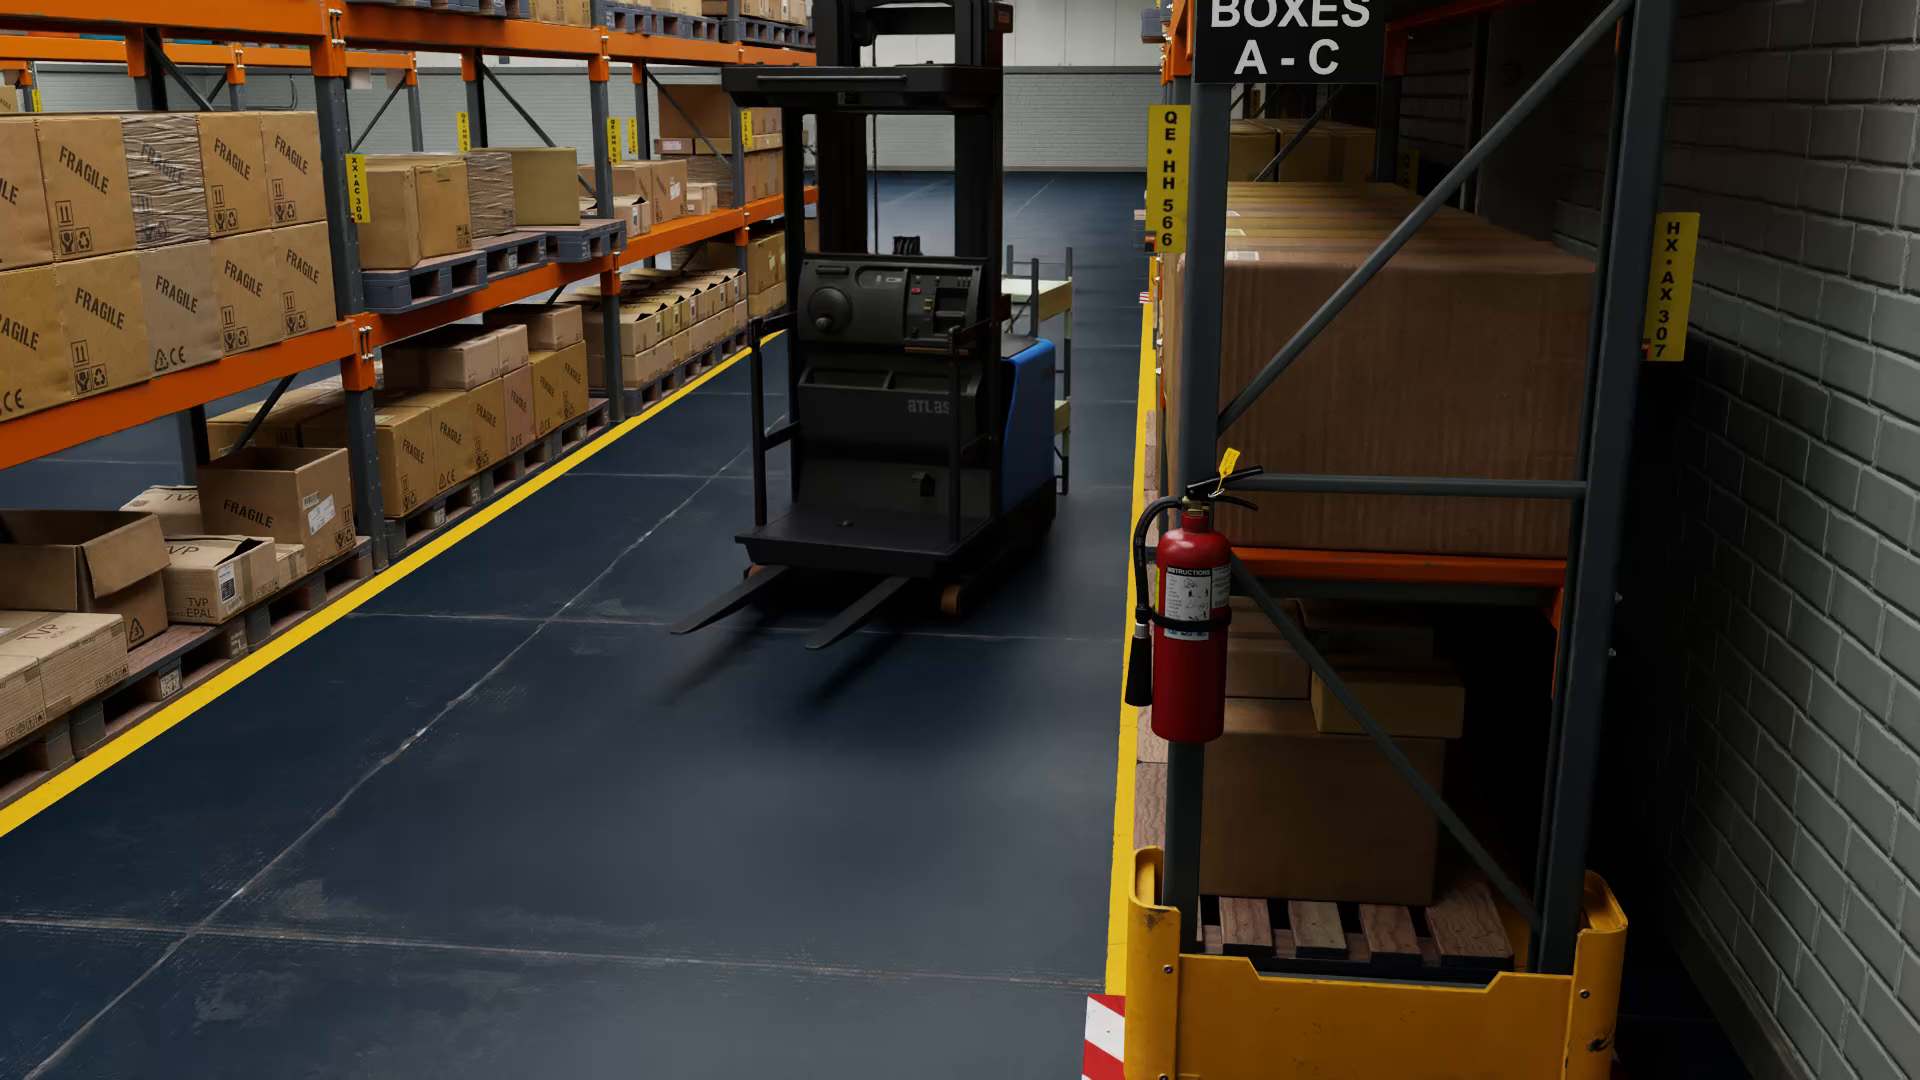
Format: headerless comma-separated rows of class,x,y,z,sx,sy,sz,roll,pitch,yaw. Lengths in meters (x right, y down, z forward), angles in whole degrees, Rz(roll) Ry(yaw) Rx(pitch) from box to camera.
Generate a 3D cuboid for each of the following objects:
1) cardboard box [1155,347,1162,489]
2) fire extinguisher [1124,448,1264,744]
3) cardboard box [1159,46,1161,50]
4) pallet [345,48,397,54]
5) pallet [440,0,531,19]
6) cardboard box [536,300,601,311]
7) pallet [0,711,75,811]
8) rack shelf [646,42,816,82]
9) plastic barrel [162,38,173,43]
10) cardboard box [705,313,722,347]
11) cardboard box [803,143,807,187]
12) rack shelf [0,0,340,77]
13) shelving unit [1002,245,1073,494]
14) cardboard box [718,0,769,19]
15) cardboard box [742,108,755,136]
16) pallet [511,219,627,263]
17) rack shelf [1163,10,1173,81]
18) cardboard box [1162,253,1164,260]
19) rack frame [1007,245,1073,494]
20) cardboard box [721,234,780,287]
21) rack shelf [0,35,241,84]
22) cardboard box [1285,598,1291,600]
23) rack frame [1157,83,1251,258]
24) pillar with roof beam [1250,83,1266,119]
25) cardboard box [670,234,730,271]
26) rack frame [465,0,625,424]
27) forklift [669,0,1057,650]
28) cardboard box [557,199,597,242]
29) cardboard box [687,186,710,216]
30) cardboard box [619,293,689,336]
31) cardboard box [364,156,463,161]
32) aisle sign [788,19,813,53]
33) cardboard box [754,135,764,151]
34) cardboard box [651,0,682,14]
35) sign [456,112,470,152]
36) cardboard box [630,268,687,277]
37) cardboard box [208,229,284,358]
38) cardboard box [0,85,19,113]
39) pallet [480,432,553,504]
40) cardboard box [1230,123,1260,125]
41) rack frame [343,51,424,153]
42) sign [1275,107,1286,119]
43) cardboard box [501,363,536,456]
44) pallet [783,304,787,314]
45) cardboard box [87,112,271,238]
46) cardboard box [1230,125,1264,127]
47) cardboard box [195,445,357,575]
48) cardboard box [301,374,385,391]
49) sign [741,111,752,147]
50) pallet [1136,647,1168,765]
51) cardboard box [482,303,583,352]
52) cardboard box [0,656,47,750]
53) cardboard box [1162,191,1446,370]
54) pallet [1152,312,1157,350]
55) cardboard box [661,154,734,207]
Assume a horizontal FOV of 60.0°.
cardboard box,1.501,-0.724,9.407,0.750,0.750,0.750,2,15,8
fire extinguisher,0.533,0.124,3.818,0.296,0.674,0.183,2,15,6
cardboard box,2.432,-5.557,17.988,0.500,0.500,0.500,3,15,10
pallet,-7.220,-5.705,19.130,1.003,0.211,1.213,2,15,6
pallet,-3.205,-3.094,9.472,1.213,0.211,1.003,2,15,6
cardboard box,-3.145,-1.762,13.322,0.500,0.311,0.500,1,15,5
pallet,-3.816,0.856,5.591,1.003,0.211,1.213,2,15,6
rack shelf,-2.334,-4.995,17.520,1.077,0.370,4.000,2,15,6
plastic barrel,-7.397,-4.905,14.847,0.600,0.901,0.600,0,15,0
cardboard box,-2.435,-1.871,14.799,0.500,0.250,0.500,2,15,8
cardboard box,-2.174,-4.341,19.277,0.700,0.500,0.500,2,15,6
rack shelf,-3.688,-1.883,6.010,1.077,0.370,4.000,2,15,6
shelving unit,0.357,-0.933,9.739,0.431,1.500,0.755,5,16,18
cardboard box,-2.180,-5.314,16.419,0.500,0.311,0.500,1,15,3
cardboard box,-2.460,-4.297,16.628,0.700,0.500,0.500,2,15,6
pallet,-3.018,-2.068,11.430,1.213,0.211,1.003,2,15,6
rack shelf,1.686,-2.775,9.311,1.077,0.370,4.000,2,15,6
cardboard box,1.426,-1.877,9.557,0.500,0.500,0.500,2,15,8
rack frame,0.473,-1.024,10.074,0.400,1.500,0.023,5,16,18
cardboard box,-2.148,-2.854,16.997,0.500,0.500,0.500,2,15,6
rack shelf,-7.707,-4.105,14.227,1.077,0.370,4.000,2,15,6
cardboard box,1.286,0.164,5.551,0.380,0.149,0.250,2,15,7
rack frame,2.814,-4.268,19.200,1.000,3.000,0.127,2,15,6
pillar with roof beam,-0.006,-8.640,23.876,9.100,9.000,0.400,2,15,6
cardboard box,-2.657,-2.869,17.053,0.500,0.500,0.500,2,15,6
rack frame,-3.011,-2.338,12.063,1.000,3.000,0.127,2,15,6
forklift,-0.410,-1.165,7.854,1.130,2.935,3.031,5,16,18
cardboard box,-2.927,-2.388,12.419,0.500,0.311,0.500,3,15,10
cardboard box,-2.477,-3.077,15.054,0.396,0.266,0.258,1,15,5
cardboard box,-2.550,-1.880,13.758,0.500,0.311,0.500,1,15,5
cardboard box,-3.325,-2.012,9.860,0.700,0.500,0.500,-2,15,-8
aisle sign,-1.809,-5.677,19.428,0.394,0.787,0.004,2,15,6
cardboard box,-2.223,-4.066,17.019,0.380,0.149,0.250,1,15,4
cardboard box,-2.698,-4.652,14.356,0.500,0.250,0.500,0,15,1
sign,-3.563,-2.913,11.969,0.100,0.325,0.005,2,15,6
cardboard box,-2.854,-2.422,15.761,0.500,0.311,0.500,2,15,6
cardboard box,-3.321,-1.078,7.211,0.500,0.500,0.500,2,15,8
cardboard box,-11.768,-5.231,20.082,0.500,0.500,0.500,2,15,6
pallet,-3.273,-0.484,10.548,1.003,0.211,1.213,2,15,6
cardboard box,1.440,-2.245,9.481,0.500,0.250,0.500,1,15,5
rack frame,-7.030,-4.560,20.280,1.000,3.000,0.127,2,15,6
sign,2.914,-3.774,15.156,0.100,0.325,0.005,2,15,6
cardboard box,-2.995,-0.824,10.409,0.500,0.500,0.500,1,15,4
pallet,-2.293,-2.552,18.195,1.003,0.211,1.213,2,15,6
cardboard box,-3.318,-1.560,7.078,0.500,0.500,0.500,1,15,5
cardboard box,1.383,-2.113,8.993,0.500,0.250,0.500,2,15,7
cardboard box,-3.245,-0.150,7.918,0.500,0.500,0.500,2,15,6
cardboard box,-3.571,-0.701,9.954,0.500,0.500,0.500,2,15,7
sign,-2.020,-3.883,15.709,0.100,0.325,0.005,2,15,6
pallet,1.161,0.702,6.160,1.003,0.211,1.213,2,15,6
cardboard box,-2.886,-1.442,11.257,0.500,0.250,0.500,2,15,8
cardboard box,-3.514,0.589,5.661,0.500,0.250,0.500,2,15,6
cardboard box,1.295,-0.971,6.433,0.980,0.700,0.700,1,15,5
pallet,2.403,-2.060,16.376,1.003,0.211,1.213,2,15,6
cardboard box,-2.516,-3.539,16.313,0.700,0.500,0.500,1,15,5
